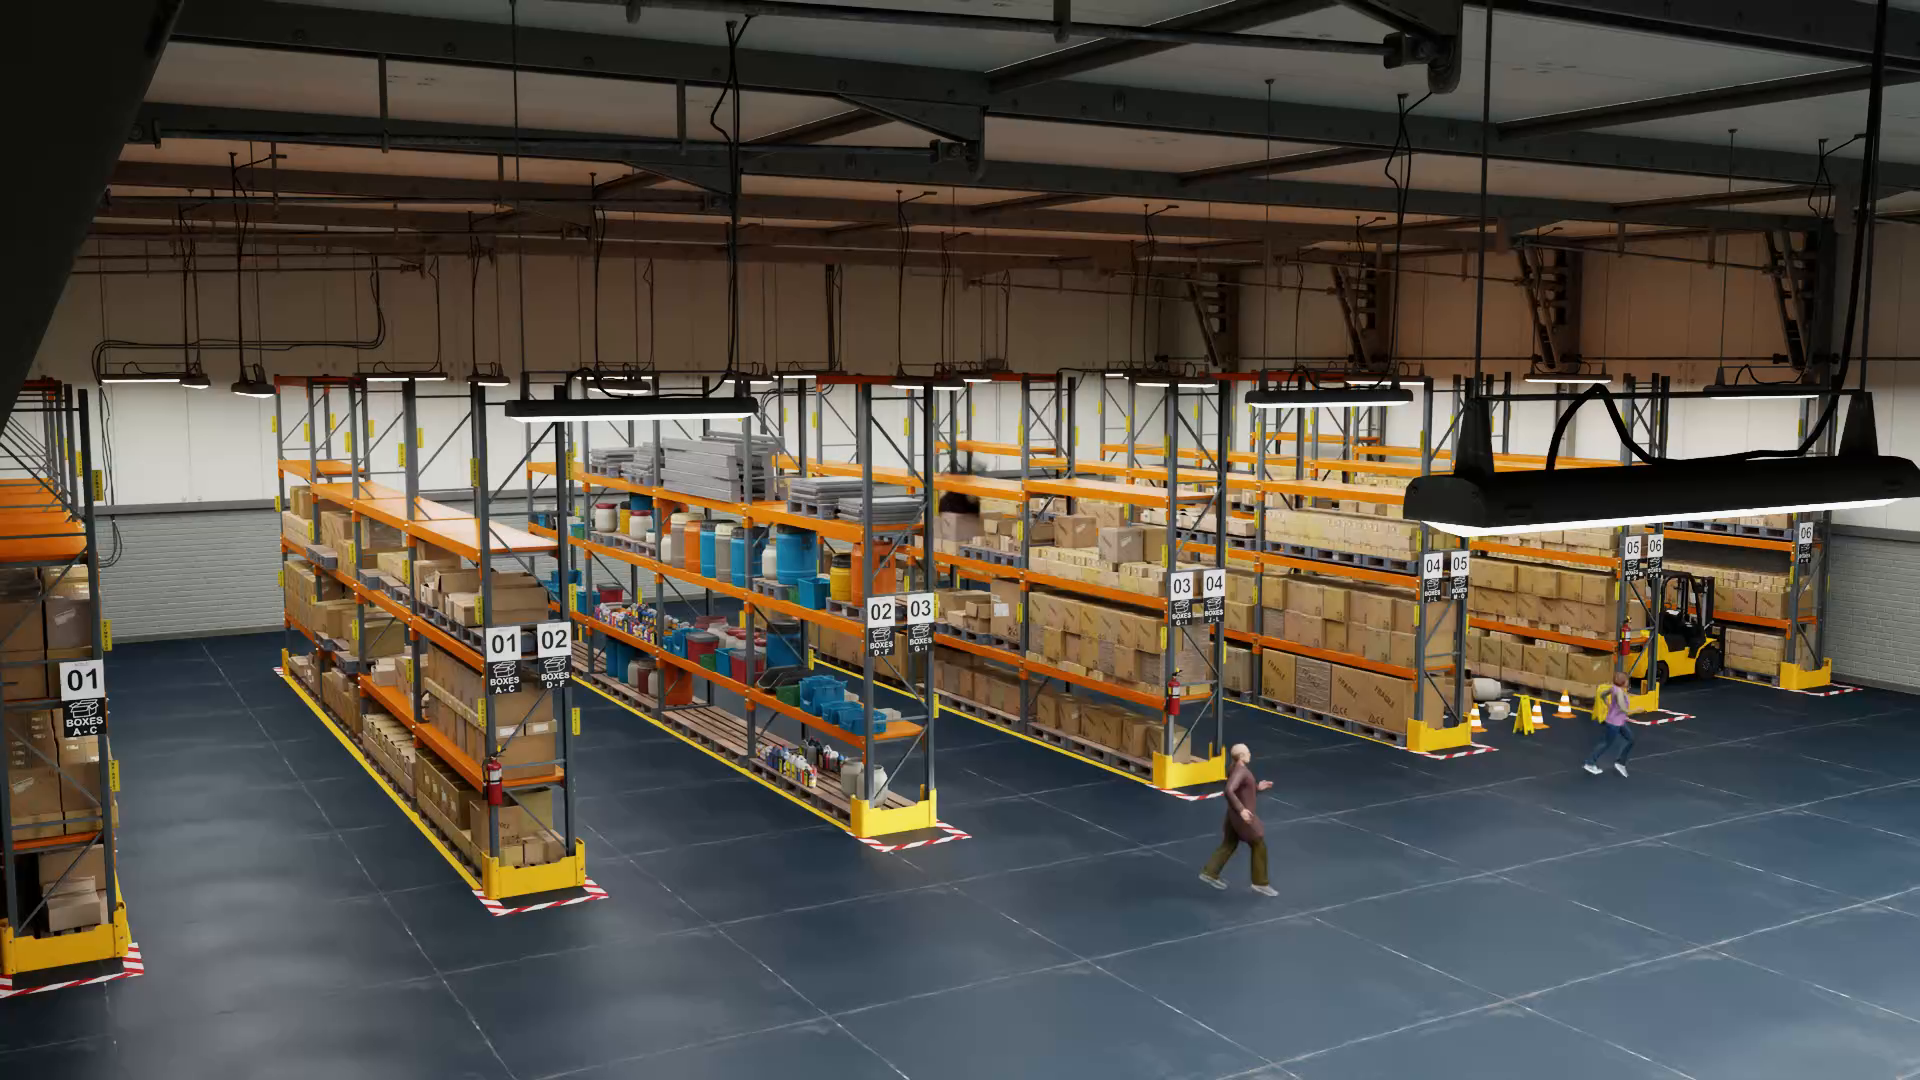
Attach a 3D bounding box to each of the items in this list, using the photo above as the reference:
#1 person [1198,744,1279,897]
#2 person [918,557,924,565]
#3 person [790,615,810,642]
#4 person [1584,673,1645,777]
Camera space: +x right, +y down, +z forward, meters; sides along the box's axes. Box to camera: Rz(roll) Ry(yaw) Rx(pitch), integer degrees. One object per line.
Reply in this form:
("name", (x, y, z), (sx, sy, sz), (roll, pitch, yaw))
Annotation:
("person", (3.292, 3.341, 19.564), (0.931, 1.736, 0.681), (-1, 6, -10))
("person", (-0.860, 1.193, 38.533), (0.686, 1.759, 0.907), (-3, 7, -26))
("person", (-3.029, 2.109, 31.006), (0.549, 1.659, 0.656), (-6, 9, -44))
("person", (9.891, 2.791, 25.130), (0.822, 1.614, 0.550), (2, 7, 19))
